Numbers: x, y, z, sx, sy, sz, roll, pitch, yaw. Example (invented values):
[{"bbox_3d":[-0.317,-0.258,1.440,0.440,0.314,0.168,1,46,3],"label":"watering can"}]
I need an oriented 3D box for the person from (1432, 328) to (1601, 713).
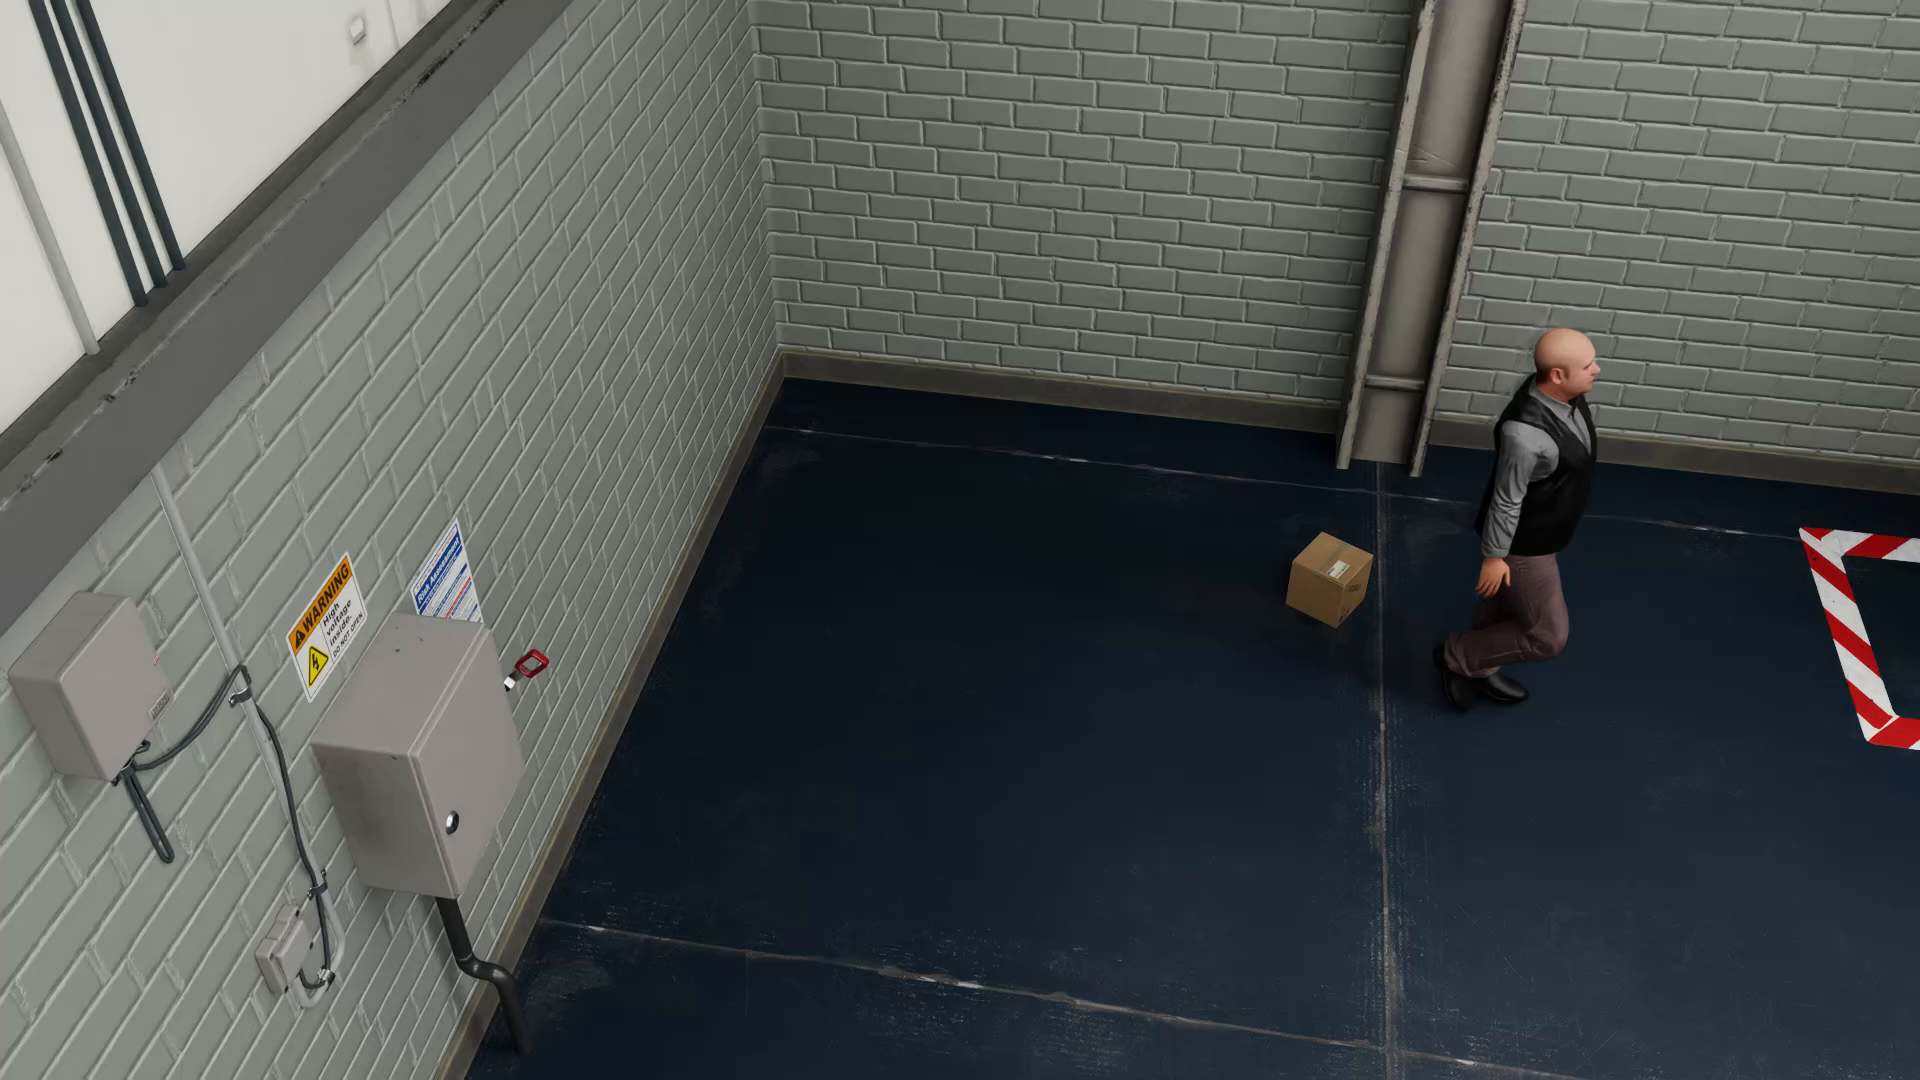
[{"bbox_3d":[2.134,-0.021,6.154,0.447,1.713,0.570,21,44,23],"label":"person"}]
